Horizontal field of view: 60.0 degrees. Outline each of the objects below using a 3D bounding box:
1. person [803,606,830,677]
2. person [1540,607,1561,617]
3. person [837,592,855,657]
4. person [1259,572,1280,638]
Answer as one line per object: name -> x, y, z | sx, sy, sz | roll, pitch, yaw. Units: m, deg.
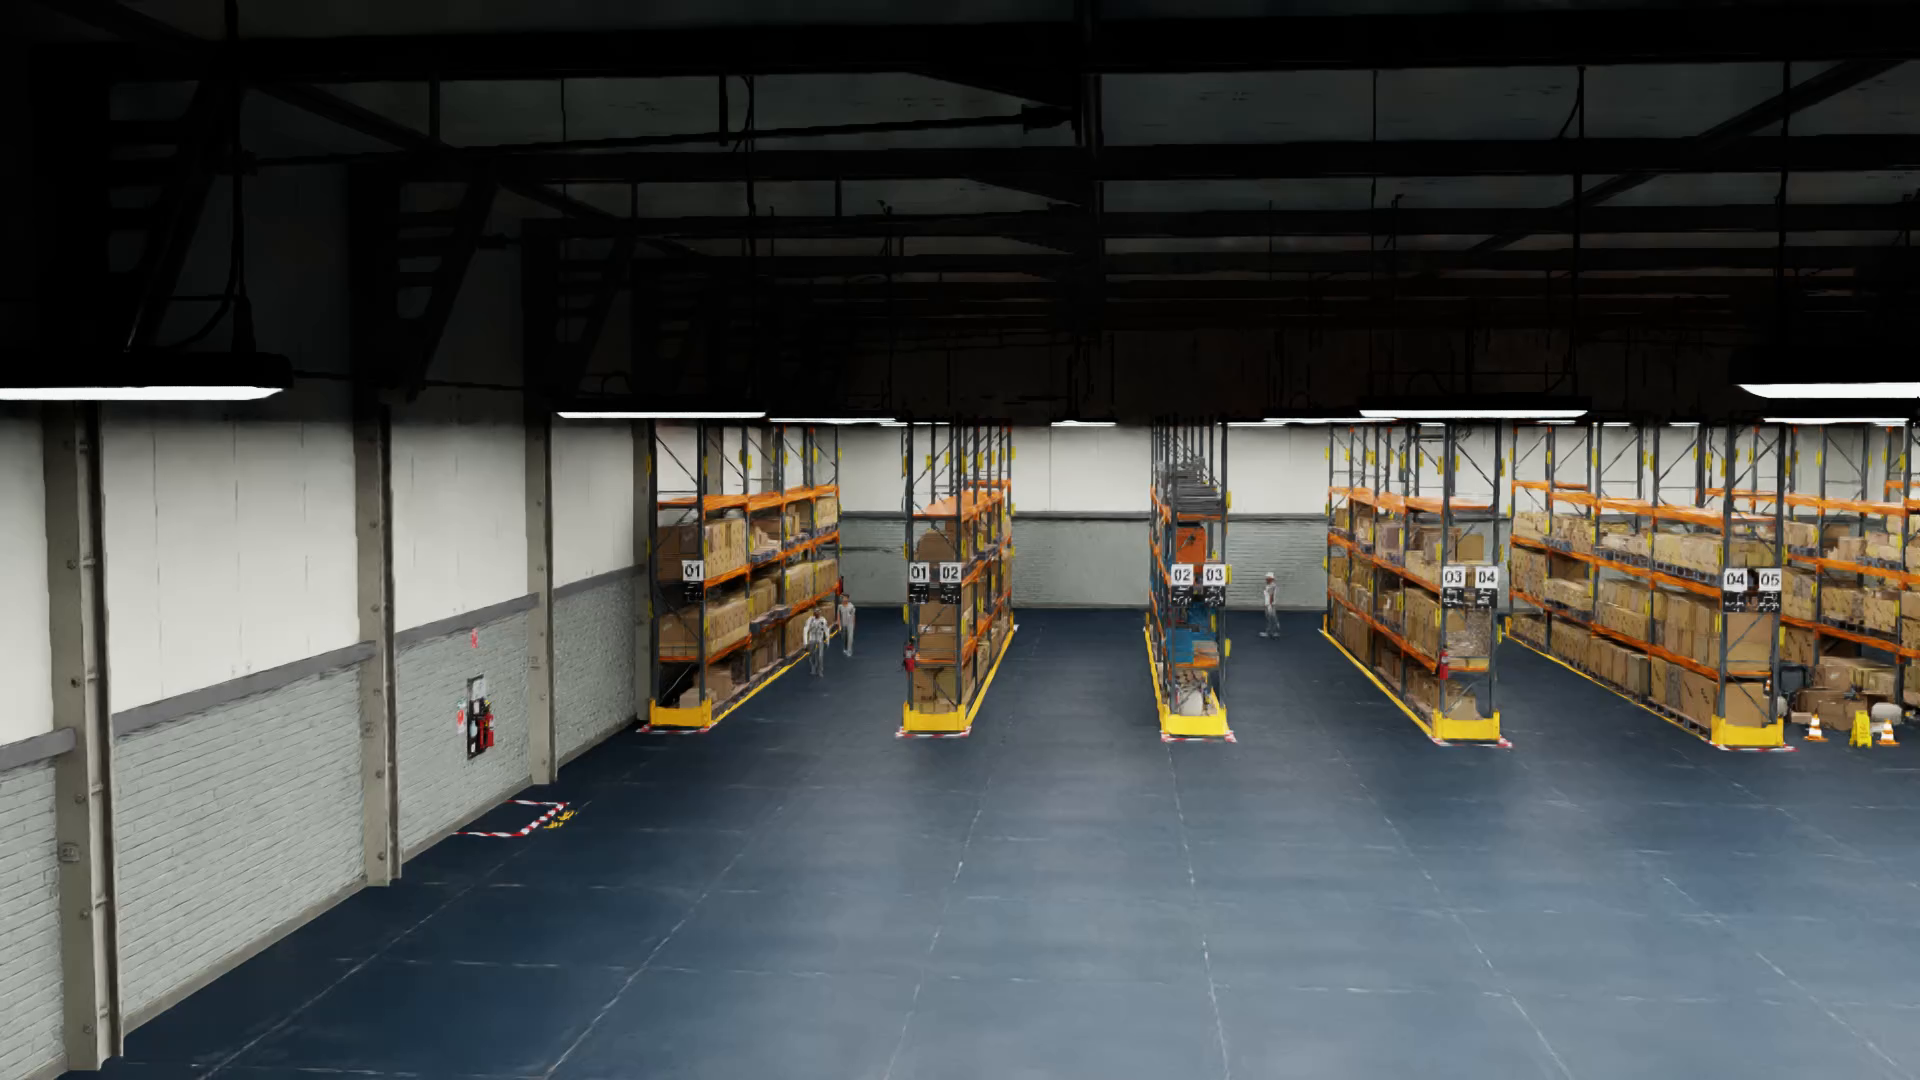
person -> -3.313, 2.314, 38.486 | 0.618, 1.645, 0.659 | 0, 4, -3
person -> 17.681, 1.503, 49.821 | 0.624, 1.738, 0.999 | 2, 5, 32
person -> -2.861, 2.112, 41.649 | 0.449, 1.567, 1.097 | 0, 4, 3
person -> 8.490, 1.767, 45.536 | 0.585, 1.787, 0.740 | 1, 4, 12
